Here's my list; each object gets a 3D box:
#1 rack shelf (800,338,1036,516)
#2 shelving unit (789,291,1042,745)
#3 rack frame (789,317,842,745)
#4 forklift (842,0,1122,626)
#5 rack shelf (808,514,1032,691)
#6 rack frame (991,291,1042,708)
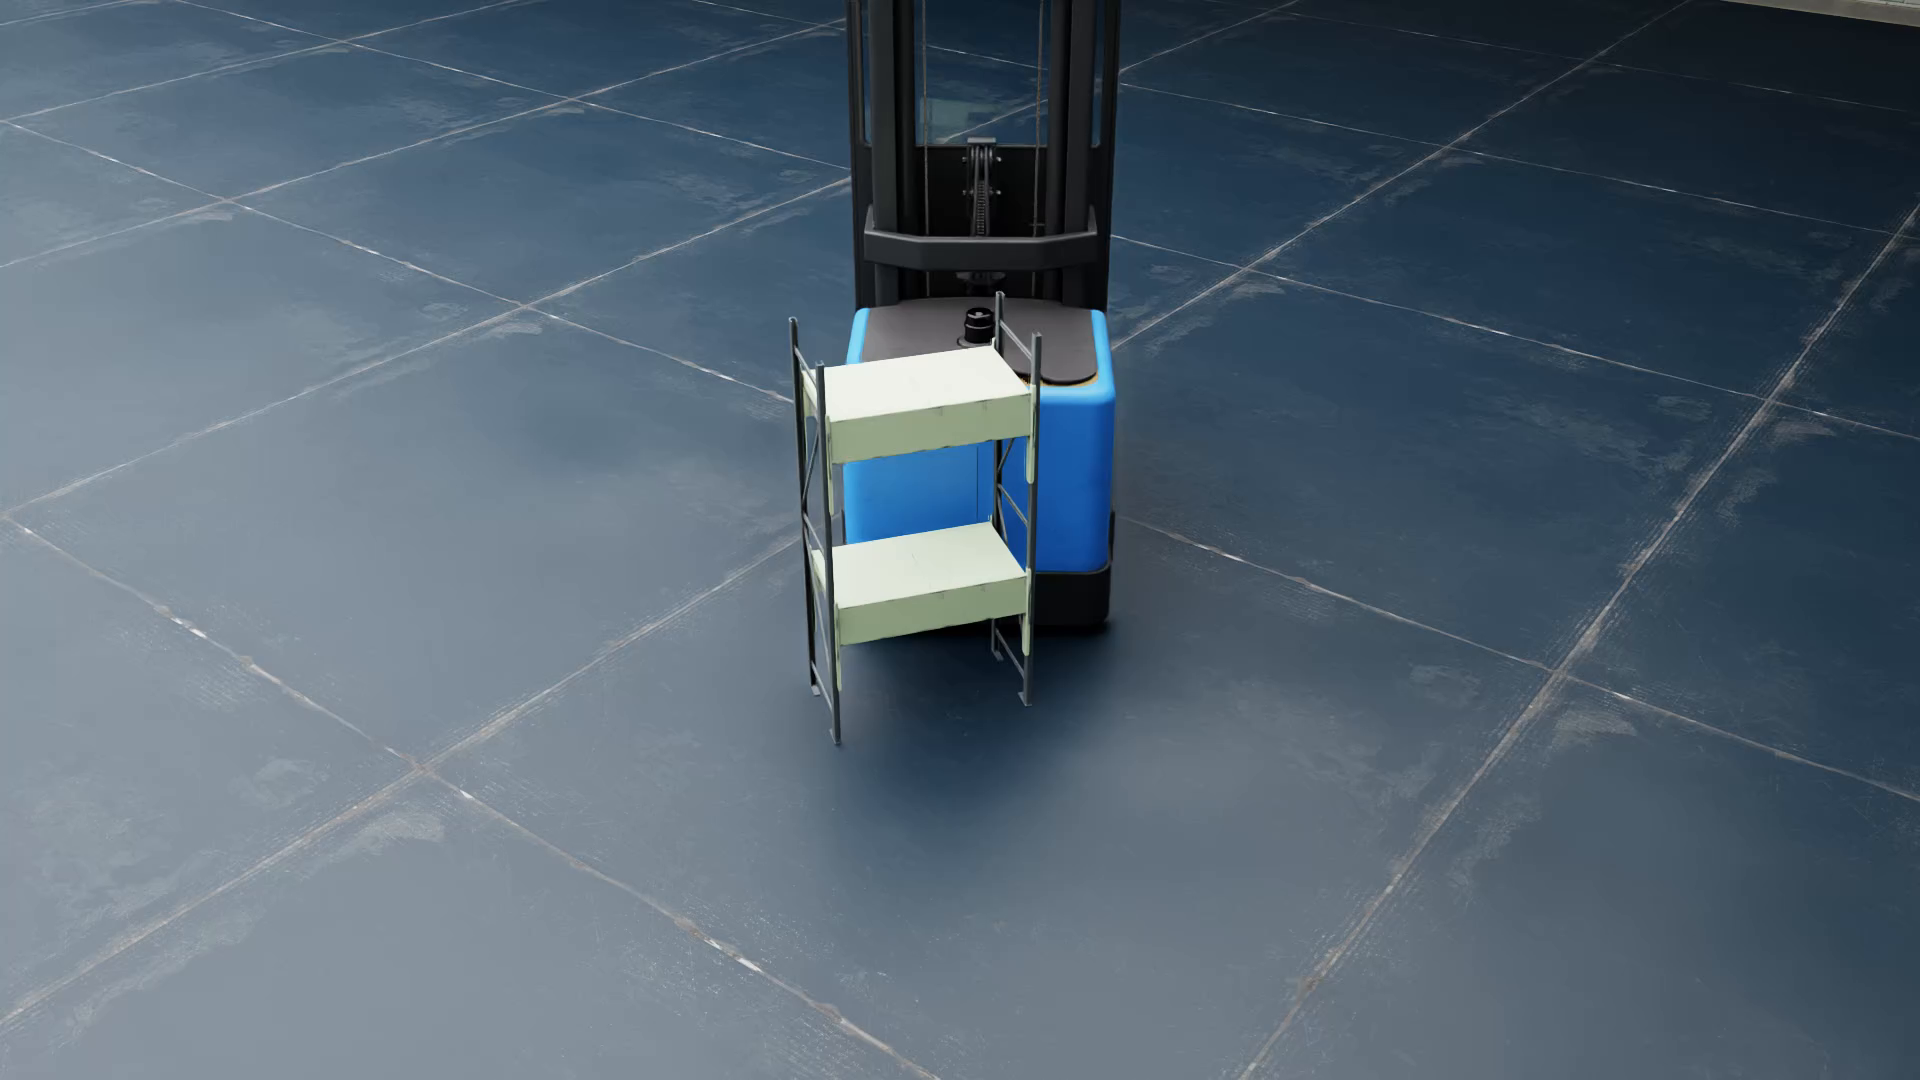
[{"bbox_3d":[-0.152,-0.396,5.681,0.720,0.370,0.431,-9,32,-16],"label":"rack shelf"},{"bbox_3d":[-0.153,-0.060,5.880,0.755,1.500,0.431,-9,32,-16],"label":"shelving unit"},{"bbox_3d":[-0.500,-0.002,5.782,0.023,1.500,0.400,-9,32,-16],"label":"rack frame"},{"bbox_3d":[0.097,-1.638,7.139,1.130,2.935,3.031,1,31,1],"label":"forklift"},{"bbox_3d":[-0.153,0.220,6.047,0.720,0.370,0.431,-9,32,-16],"label":"rack shelf"},{"bbox_3d":[0.195,-0.118,5.978,0.023,1.500,0.400,-9,32,-16],"label":"rack frame"}]
